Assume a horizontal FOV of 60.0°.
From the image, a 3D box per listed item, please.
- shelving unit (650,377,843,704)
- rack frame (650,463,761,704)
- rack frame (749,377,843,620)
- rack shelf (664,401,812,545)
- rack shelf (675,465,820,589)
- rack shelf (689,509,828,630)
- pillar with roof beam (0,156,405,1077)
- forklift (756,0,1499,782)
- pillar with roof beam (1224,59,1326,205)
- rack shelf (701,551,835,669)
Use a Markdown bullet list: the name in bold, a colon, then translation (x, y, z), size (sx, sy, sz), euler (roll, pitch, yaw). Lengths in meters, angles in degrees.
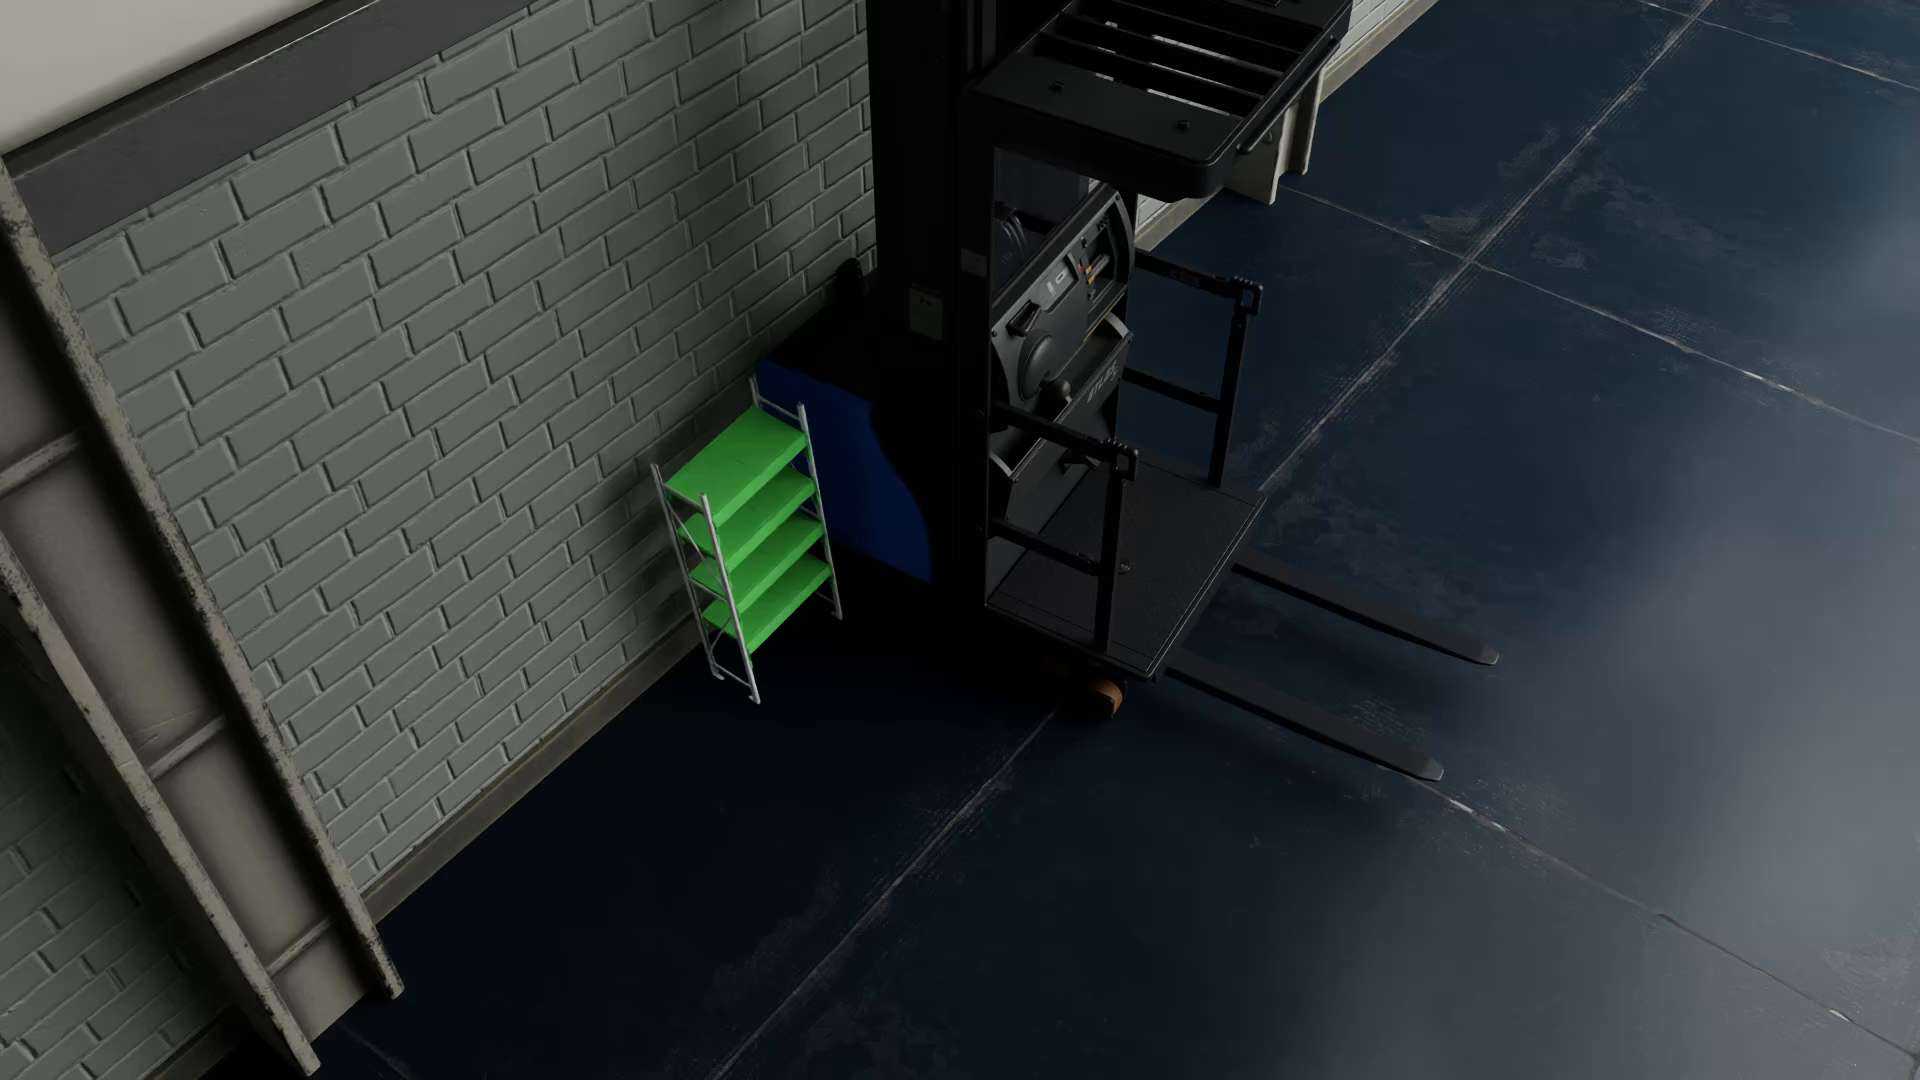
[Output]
- **shelving unit**: translation (-0.742, 0.031, 6.025), size (0.258, 1.200, 0.503), euler (29, 58, 25)
- **rack frame**: translation (-0.891, 0.185, 5.908), size (0.240, 1.200, 0.015), euler (29, 58, 25)
- **rack frame**: translation (-0.594, -0.123, 6.142), size (0.240, 1.200, 0.015), euler (29, 58, 25)
- **rack shelf**: translation (-0.766, -0.234, 5.705), size (0.258, 0.148, 0.480), euler (29, 58, 25)
- **rack shelf**: translation (-0.752, -0.081, 5.890), size (0.258, 0.148, 0.480), euler (29, 58, 25)
- **rack shelf**: translation (-0.739, 0.072, 6.074), size (0.258, 0.148, 0.480), euler (29, 58, 25)
- **pillar with roof beam**: translation (1.331, 0.323, 0.383), size (9.100, 9.000, 0.400), euler (29, 53, 25)
- **forklift**: translation (0.539, -0.781, 5.634), size (3.031, 2.935, 1.130), euler (23, 51, 21)
- **pillar with roof beam**: translation (5.000, -3.110, 3.663), size (9.100, 9.000, 0.400), euler (29, 53, 25)
- **rack shelf**: translation (-0.725, 0.225, 6.259), size (0.258, 0.148, 0.480), euler (29, 58, 25)
